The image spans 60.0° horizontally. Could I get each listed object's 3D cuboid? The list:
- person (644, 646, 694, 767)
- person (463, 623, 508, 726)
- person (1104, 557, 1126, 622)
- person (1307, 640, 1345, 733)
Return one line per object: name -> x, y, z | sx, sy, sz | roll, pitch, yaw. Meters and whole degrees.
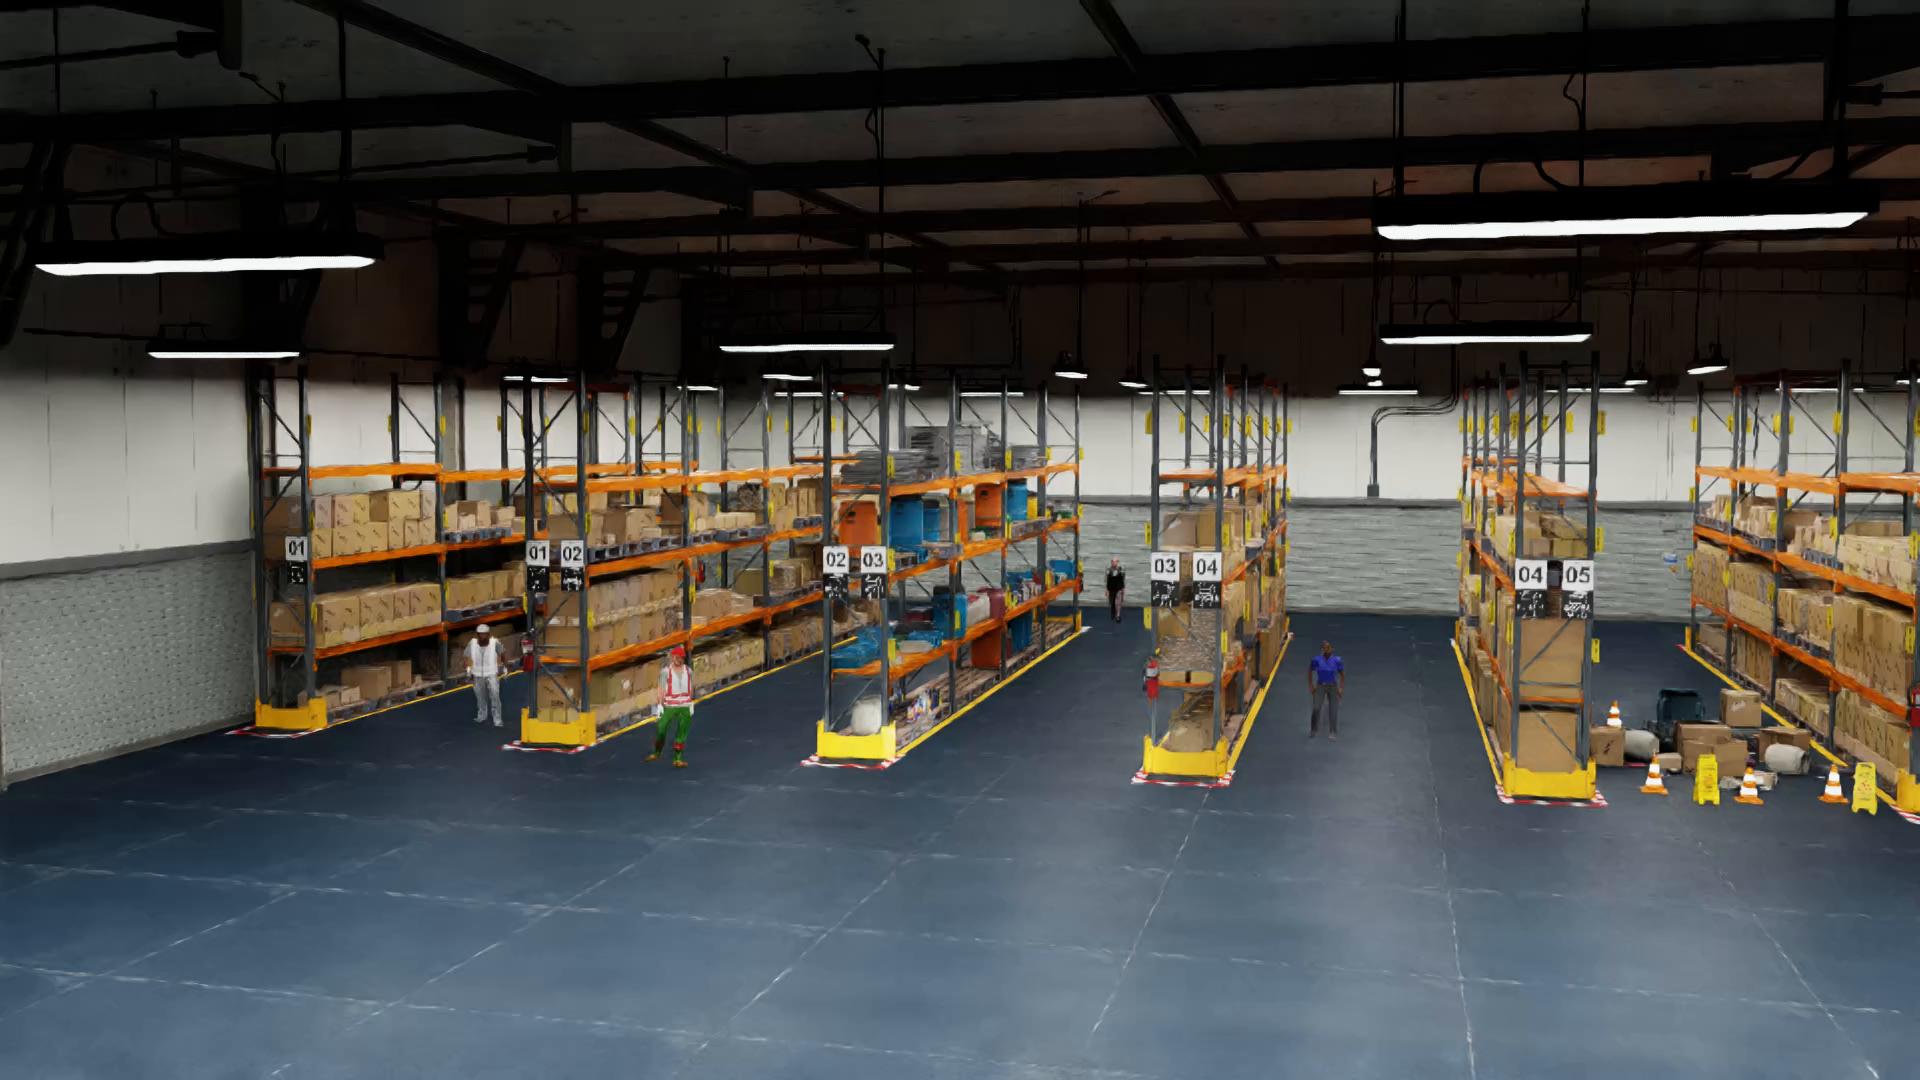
person -> -4.249, 2.432, 24.357 | 0.734, 1.779, 0.534 | -2, 4, -24
person -> -7.899, 2.226, 27.717 | 0.701, 1.718, 0.845 | 0, 4, -2
person -> 3.932, 1.245, 42.312 | 0.545, 1.644, 1.107 | 1, 4, 12
person -> 5.852, 2.344, 26.574 | 0.592, 1.538, 0.513 | 1, 4, 13
